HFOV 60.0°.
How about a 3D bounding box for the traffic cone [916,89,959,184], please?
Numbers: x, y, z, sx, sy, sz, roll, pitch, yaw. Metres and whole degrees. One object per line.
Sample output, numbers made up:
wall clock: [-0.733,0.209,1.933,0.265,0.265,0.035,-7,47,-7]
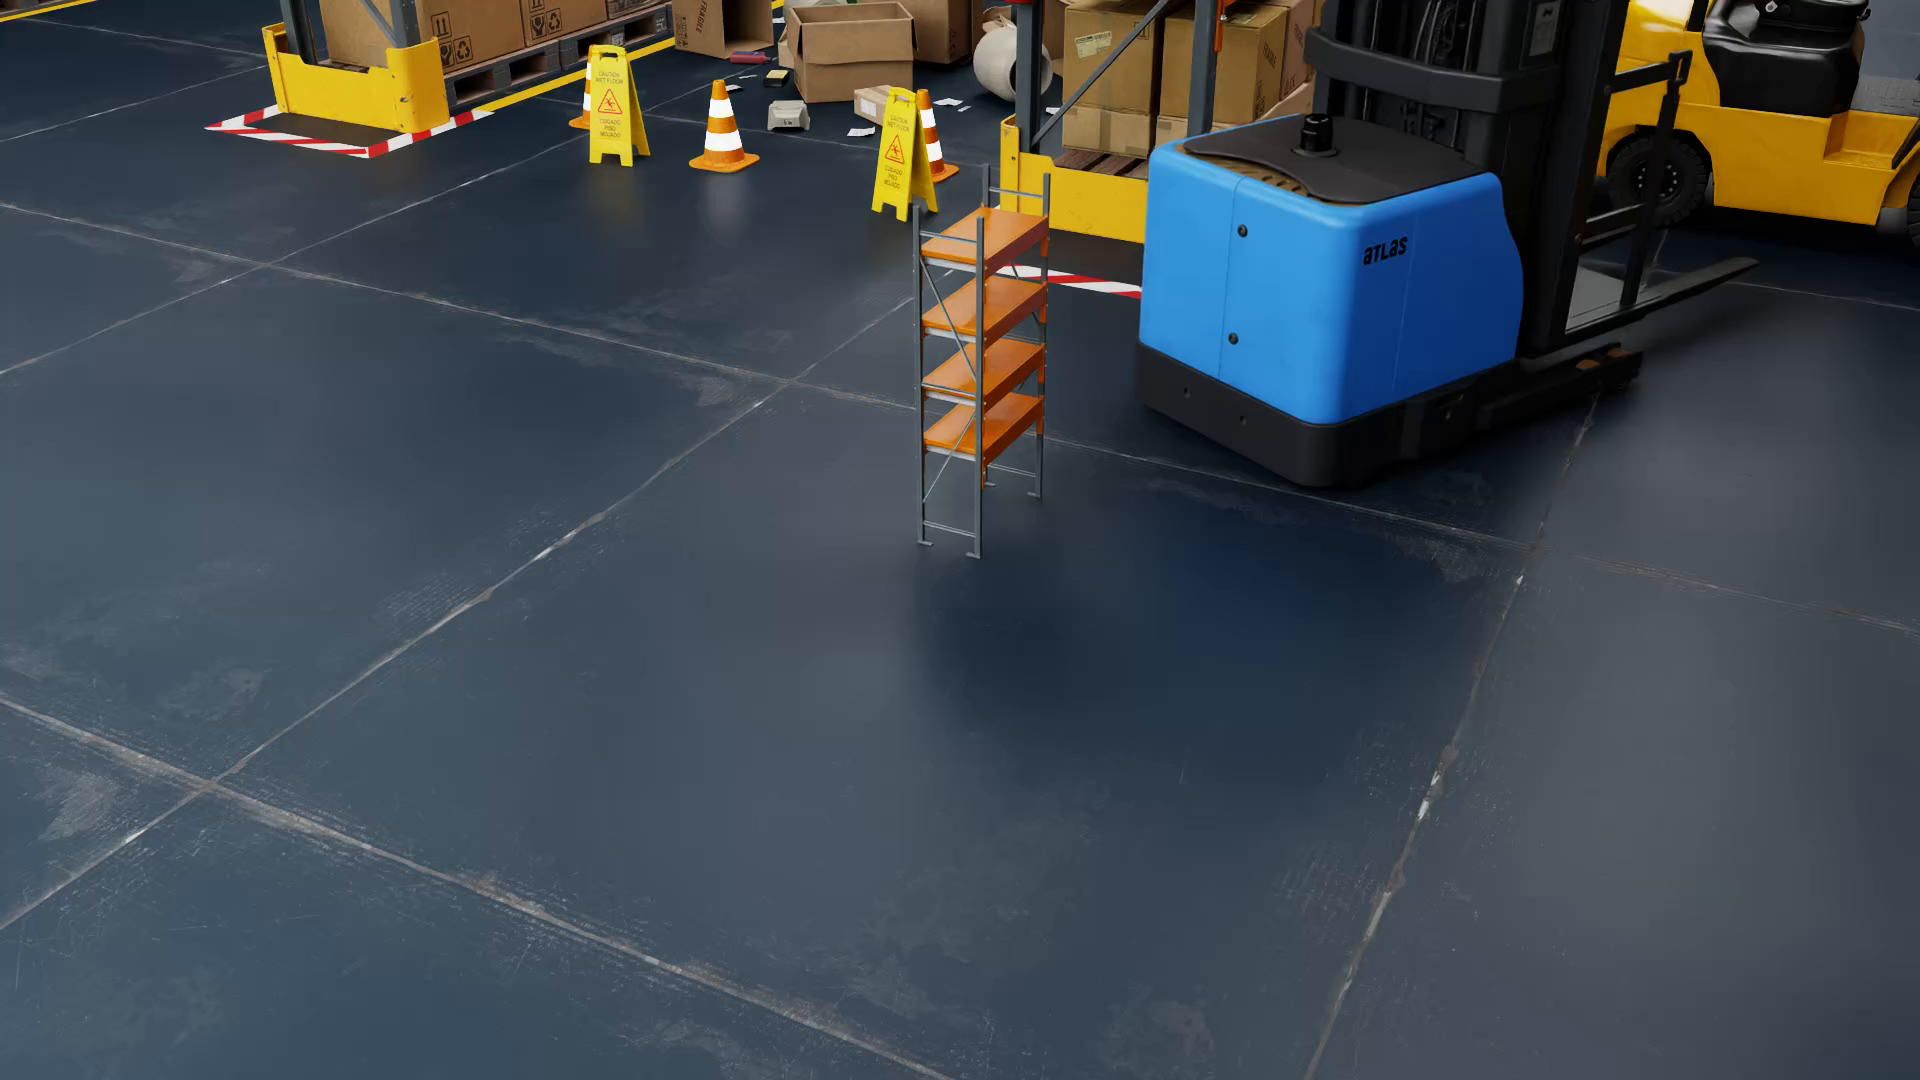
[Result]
traffic cone: [-0.203,-2.260,9.221,0.336,0.463,0.334,14,33,23]

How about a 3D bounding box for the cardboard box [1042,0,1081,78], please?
cardboard box: [0.872,-3.401,11.168,0.500,0.500,0.500,-12,32,-20]

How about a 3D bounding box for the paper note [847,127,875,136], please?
paper note: [-0.592,-2.460,10.004,0.148,0.019,0.142,4,30,6]

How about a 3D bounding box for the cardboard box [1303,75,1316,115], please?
cardboard box: [1.839,-2.631,9.659,0.500,0.250,0.500,17,34,27]

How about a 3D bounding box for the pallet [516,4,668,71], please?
pallet: [-2.852,-3.657,11.907,1.003,0.211,1.213,14,33,23]

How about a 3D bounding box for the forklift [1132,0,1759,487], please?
forklift: [2.177,-2.028,6.339,3.031,2.935,1.130,-20,35,-30]

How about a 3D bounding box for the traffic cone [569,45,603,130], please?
traffic cone: [-2.198,-2.769,10.106,0.336,0.463,0.334,14,33,23]

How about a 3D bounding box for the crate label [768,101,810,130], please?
crate label: [-1.044,-2.583,10.110,0.250,0.136,0.298,-1,30,-3]

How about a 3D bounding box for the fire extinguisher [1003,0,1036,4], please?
fire extinguisher: [0.287,-2.897,7.861,0.296,0.674,0.183,14,33,23]

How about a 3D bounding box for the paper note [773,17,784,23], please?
paper note: [-1.382,-3.938,12.576,0.147,0.020,0.142,-7,31,-11]

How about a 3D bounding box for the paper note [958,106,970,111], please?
paper note: [0.028,-2.716,10.469,0.032,0.001,0.123,14,33,23]

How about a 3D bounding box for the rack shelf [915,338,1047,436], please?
rack shelf: [0.075,-0.535,5.613,0.258,0.148,0.480,14,33,23]

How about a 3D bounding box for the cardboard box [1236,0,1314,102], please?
cardboard box: [1.607,-2.730,9.079,0.500,0.500,0.500,13,32,21]

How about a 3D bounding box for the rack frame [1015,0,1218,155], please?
rack frame: [0.749,-2.877,7.748,1.000,3.000,0.127,14,33,23]

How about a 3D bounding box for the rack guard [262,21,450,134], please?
rack guard: [-3.715,-2.861,10.230,1.175,0.500,0.348,14,33,23]

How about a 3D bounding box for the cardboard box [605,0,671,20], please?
cardboard box: [-2.637,-4.326,11.983,0.875,0.875,0.875,15,33,24]

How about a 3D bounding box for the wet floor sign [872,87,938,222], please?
wet floor sign: [-0.290,-2.015,8.610,0.232,0.644,0.267,-25,38,-36]

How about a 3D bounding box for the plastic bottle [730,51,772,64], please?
plastic bottle: [-1.435,-3.333,11.493,0.283,0.061,0.133,4,30,6]

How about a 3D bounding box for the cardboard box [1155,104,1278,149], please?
cardboard box: [1.363,-2.162,8.842,0.500,0.250,0.500,14,33,23]

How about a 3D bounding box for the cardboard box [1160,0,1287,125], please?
cardboard box: [1.373,-2.498,8.674,0.500,0.500,0.500,13,32,22]

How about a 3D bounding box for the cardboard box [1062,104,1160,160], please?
cardboard box: [0.889,-2.297,9.077,0.500,0.250,0.500,14,33,23]

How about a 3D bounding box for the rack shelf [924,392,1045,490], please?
rack shelf: [0.075,-0.363,5.711,0.258,0.148,0.480,14,33,23]

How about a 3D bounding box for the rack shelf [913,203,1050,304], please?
rack shelf: [0.075,-0.934,5.383,0.258,0.148,0.480,14,33,23]

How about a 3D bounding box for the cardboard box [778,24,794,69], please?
cardboard box: [-1.025,-3.363,11.340,0.396,0.266,0.258,21,36,32]

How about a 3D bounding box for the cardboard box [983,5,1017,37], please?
cardboard box: [0.289,-3.591,11.736,0.258,0.266,0.396,-7,31,-11]

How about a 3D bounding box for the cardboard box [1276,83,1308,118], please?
cardboard box: [1.602,-2.386,9.233,0.500,0.250,0.500,16,33,25]

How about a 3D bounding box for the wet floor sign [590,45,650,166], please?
wet floor sign: [-1.954,-2.472,9.407,0.267,0.644,0.232,9,31,15]

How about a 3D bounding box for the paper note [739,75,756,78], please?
paper note: [-1.423,-3.108,11.151,0.123,0.001,0.032,-18,34,-28]

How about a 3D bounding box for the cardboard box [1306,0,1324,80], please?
cardboard box: [1.843,-2.951,9.463,0.500,0.500,0.500,15,33,24]

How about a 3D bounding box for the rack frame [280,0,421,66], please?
rack frame: [-3.704,-3.955,9.626,1.000,3.000,0.127,14,33,23]

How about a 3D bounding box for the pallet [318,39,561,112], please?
pallet: [-3.409,-3.118,10.968,1.003,0.211,1.213,14,33,23]

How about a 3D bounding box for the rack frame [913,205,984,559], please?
rack frame: [-0.036,-0.486,5.391,0.240,1.200,0.015,14,33,23]

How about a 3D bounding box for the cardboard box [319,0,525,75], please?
cardboard box: [-3.453,-3.532,10.600,0.875,0.875,0.875,14,33,24]

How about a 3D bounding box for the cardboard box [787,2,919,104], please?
cardboard box: [-0.705,-3.148,10.726,0.797,0.503,0.637,-7,31,-11]

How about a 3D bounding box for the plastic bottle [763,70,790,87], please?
plastic bottle: [-1.211,-3.072,11.038,0.133,0.061,0.283,4,30,6]

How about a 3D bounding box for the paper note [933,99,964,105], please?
paper note: [-0.072,-2.798,10.603,0.142,0.019,0.148,-25,38,-36]

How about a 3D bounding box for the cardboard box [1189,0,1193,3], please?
cardboard box: [1.117,-2.839,9.267,0.500,0.500,0.500,16,33,25]

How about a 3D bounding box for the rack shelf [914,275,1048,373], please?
rack shelf: [0.075,-0.729,5.501,0.258,0.148,0.480,14,33,23]

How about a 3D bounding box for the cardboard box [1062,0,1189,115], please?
cardboard box: [0.882,-2.606,8.863,0.500,0.500,0.500,15,33,24]

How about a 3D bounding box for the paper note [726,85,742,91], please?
paper note: [-1.497,-2.959,10.873,0.142,0.017,0.144,-25,38,-36]

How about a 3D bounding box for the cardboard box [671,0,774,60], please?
cardboard box: [-1.675,-3.725,11.732,0.500,0.500,0.500,21,36,32]

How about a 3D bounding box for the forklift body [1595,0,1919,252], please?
forklift body: [4.409,-2.639,8.186,2.313,2.155,1.214,14,33,23]

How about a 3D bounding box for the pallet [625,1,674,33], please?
pallet: [-2.297,-4.200,12.852,1.003,0.211,1.213,14,33,23]

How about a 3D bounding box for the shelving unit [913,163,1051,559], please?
shelving unit: [0.075,-0.594,5.579,0.258,1.200,0.503,14,33,23]

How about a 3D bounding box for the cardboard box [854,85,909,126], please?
cardboard box: [-0.452,-2.680,10.267,0.250,0.149,0.380,-18,34,-28]

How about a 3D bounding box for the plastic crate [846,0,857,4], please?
plastic crate: [-0.794,-4.160,12.748,0.662,0.188,0.450,-18,24,-28]

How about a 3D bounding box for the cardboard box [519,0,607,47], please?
cardboard box: [-3.055,-3.922,11.280,0.875,0.875,0.875,14,33,23]

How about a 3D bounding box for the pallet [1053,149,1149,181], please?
pallet: [1.185,-2.054,9.114,1.003,0.211,1.213,14,33,23]

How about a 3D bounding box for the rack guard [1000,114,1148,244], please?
rack guard: [0.784,-1.827,8.429,1.175,0.500,0.348,14,33,23]

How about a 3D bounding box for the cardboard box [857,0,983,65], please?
cardboard box: [-0.286,-3.623,11.417,0.797,0.637,0.503,14,33,23]

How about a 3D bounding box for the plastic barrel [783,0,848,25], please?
plastic barrel: [-1.033,-3.760,11.873,0.421,0.421,0.512,-12,32,-20]

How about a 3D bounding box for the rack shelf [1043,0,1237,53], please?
rack shelf: [1.660,-3.452,9.471,1.077,0.370,4.000,14,33,23]

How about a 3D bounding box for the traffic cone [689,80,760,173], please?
traffic cone: [-1.346,-2.361,9.397,0.336,0.463,0.334,14,33,23]

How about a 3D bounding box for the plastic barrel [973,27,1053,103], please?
plastic barrel: [0.342,-3.019,10.582,0.421,0.421,0.512,-12,32,-20]

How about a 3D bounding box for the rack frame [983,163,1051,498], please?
rack frame: [0.187,-0.702,5.767,0.240,1.200,0.015,14,33,23]

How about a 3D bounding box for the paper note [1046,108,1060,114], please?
paper note: [0.609,-2.694,10.411,0.142,0.019,0.148,4,30,6]
